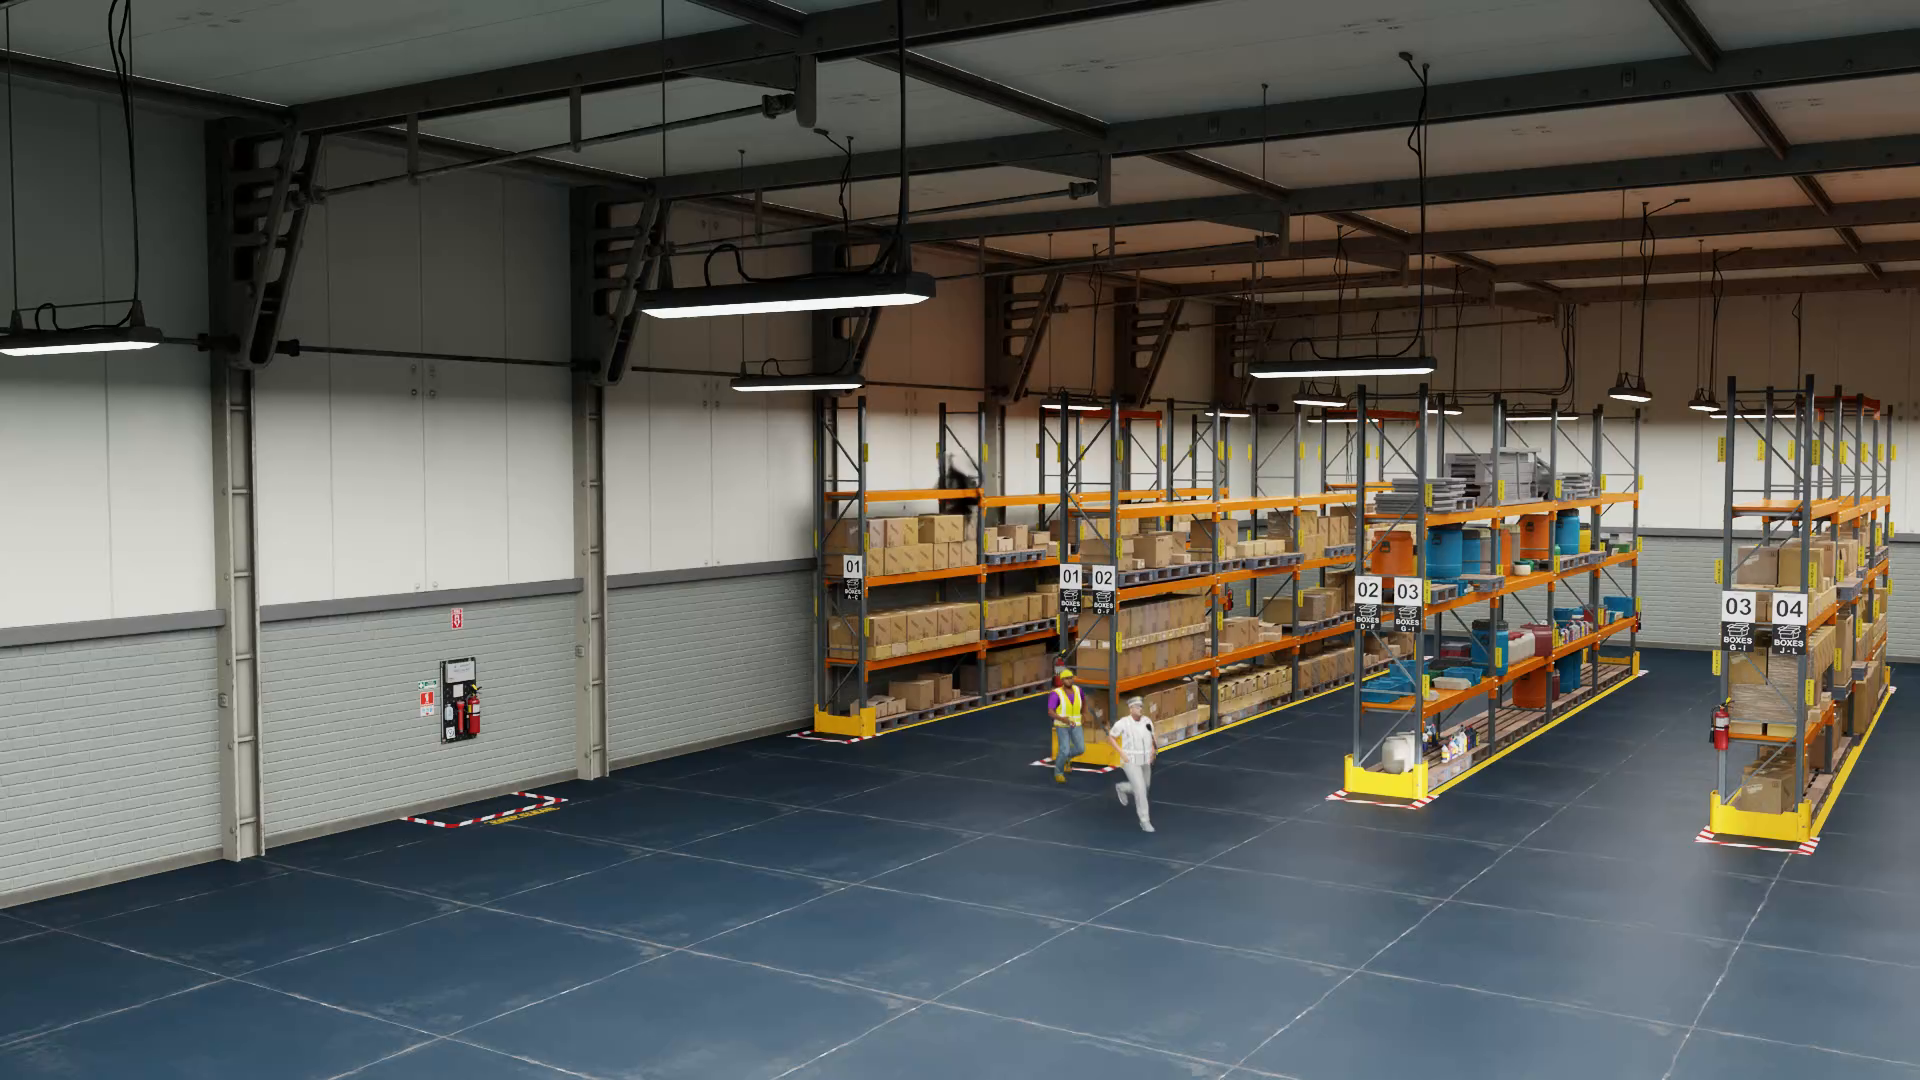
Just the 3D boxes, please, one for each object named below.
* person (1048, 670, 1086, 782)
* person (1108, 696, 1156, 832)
[{"bbox_3d":[1.666,2.820,25.196,0.727,1.720,0.669,-1,3,-23],"label":"person"},{"bbox_3d":[2.366,2.983,22.350,0.644,1.791,0.964,-2,3,-31],"label":"person"}]
